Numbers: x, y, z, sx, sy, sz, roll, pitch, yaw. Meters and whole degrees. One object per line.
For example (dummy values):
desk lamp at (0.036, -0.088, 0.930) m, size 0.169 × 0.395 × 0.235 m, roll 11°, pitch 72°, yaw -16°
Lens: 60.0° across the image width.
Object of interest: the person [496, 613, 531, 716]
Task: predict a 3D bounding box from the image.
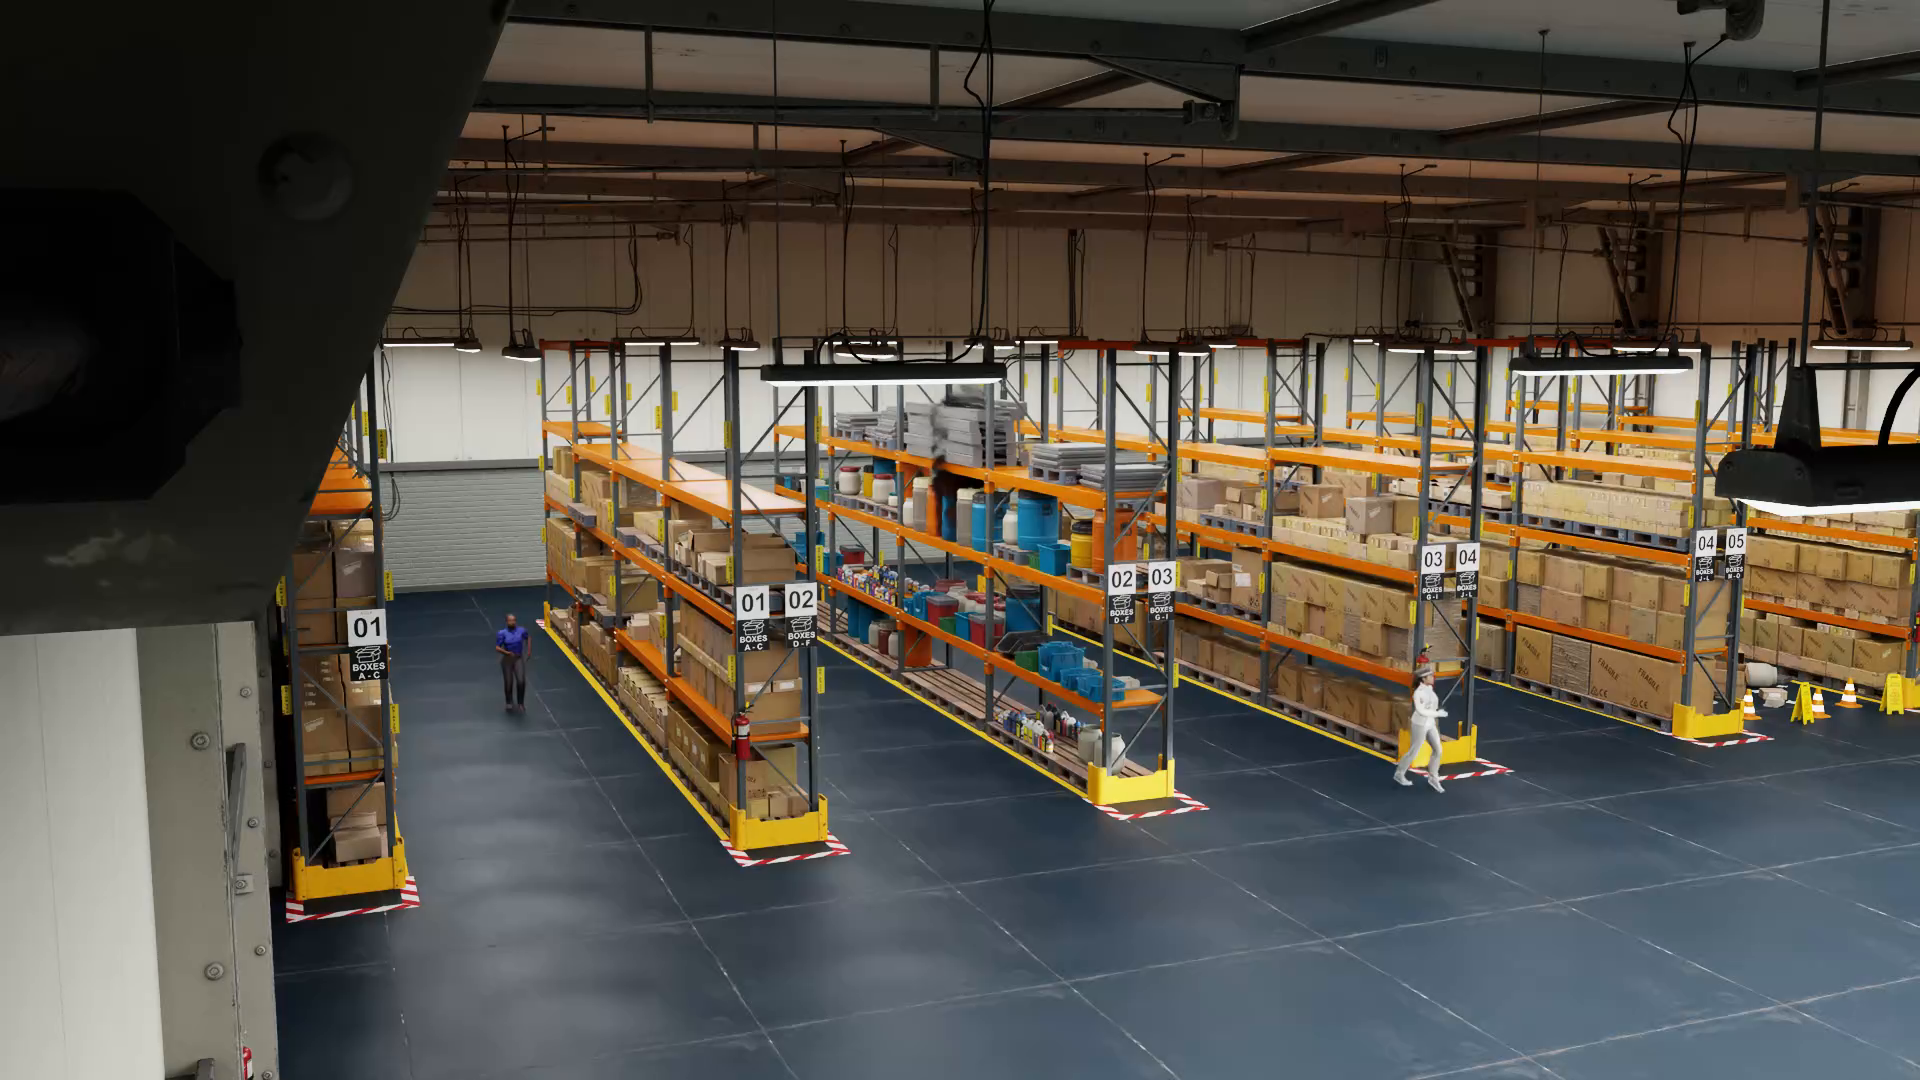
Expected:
person at (-7.231, 2.030, 27.011) m, size 0.589 × 1.723 × 0.725 m, roll -3°, pitch 8°, yaw -24°

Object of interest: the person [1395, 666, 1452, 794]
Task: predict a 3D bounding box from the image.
person at (6.333, 2.554, 22.597) m, size 0.760 × 1.737 × 0.613 m, roll 5°, pitch 9°, yaw 35°
